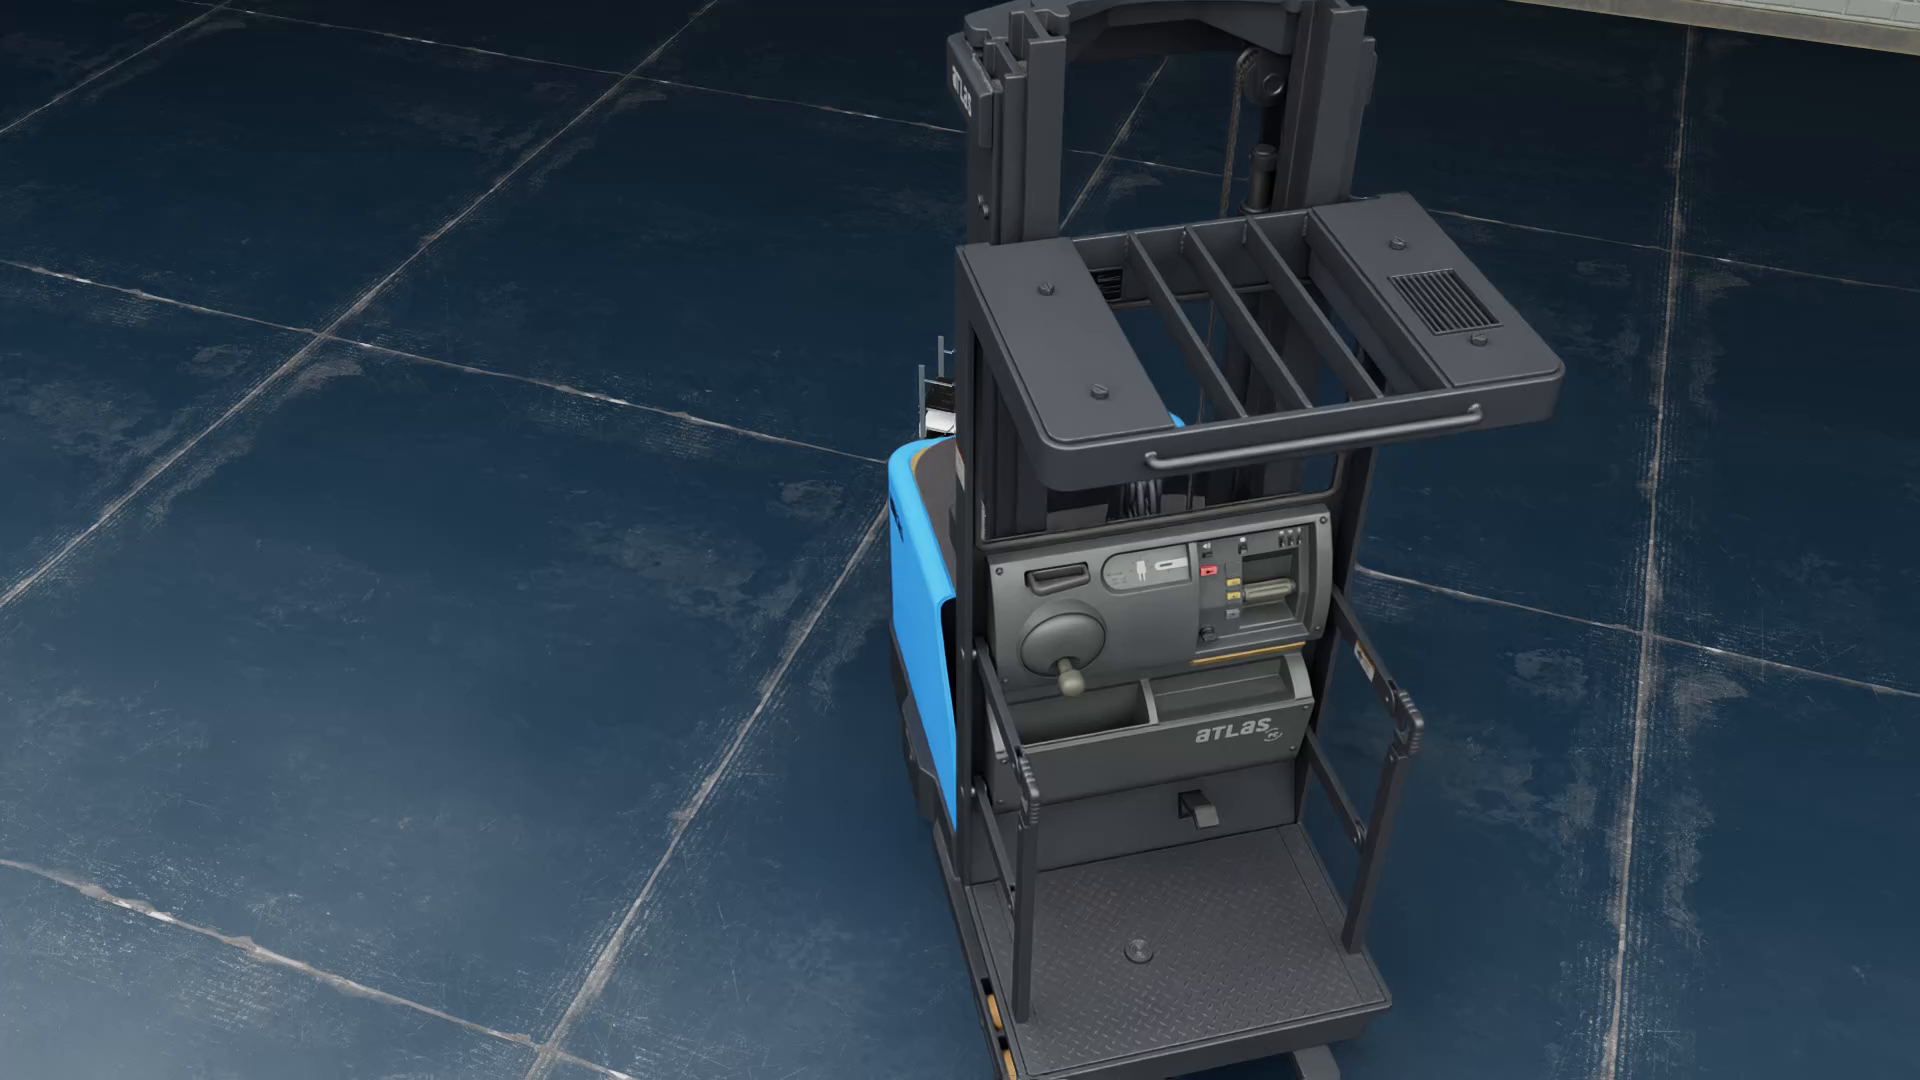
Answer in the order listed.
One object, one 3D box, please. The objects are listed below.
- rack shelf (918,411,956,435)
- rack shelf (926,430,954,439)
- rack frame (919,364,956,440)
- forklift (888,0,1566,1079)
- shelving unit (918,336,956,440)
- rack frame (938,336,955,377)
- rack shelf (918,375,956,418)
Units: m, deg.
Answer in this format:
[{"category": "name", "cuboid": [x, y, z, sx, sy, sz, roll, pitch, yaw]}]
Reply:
[{"category": "rack shelf", "cuboid": [-0.003, -0.449, 6.357, 0.258, 0.077, 0.200, 13, 42, 15]}, {"category": "rack shelf", "cuboid": [-0.003, -0.380, 6.415, 0.258, 0.077, 0.200, 13, 42, 15]}, {"category": "rack frame", "cuboid": [-0.038, -0.275, 6.379, 0.240, 0.900, 0.006, 13, 42, 15]}, {"category": "forklift", "cuboid": [0.586, 0.243, 4.207, 1.130, 2.935, 3.031, -9, 41, -10]}, {"category": "shelving unit", "cuboid": [-0.003, -0.337, 6.452, 0.258, 0.900, 0.210, 13, 42, 15]}, {"category": "rack frame", "cuboid": [0.032, -0.399, 6.525, 0.240, 0.900, 0.006, 13, 42, 15]}, {"category": "rack shelf", "cuboid": [-0.003, -0.517, 6.299, 0.258, 0.077, 0.200, 13, 42, 15]}]
